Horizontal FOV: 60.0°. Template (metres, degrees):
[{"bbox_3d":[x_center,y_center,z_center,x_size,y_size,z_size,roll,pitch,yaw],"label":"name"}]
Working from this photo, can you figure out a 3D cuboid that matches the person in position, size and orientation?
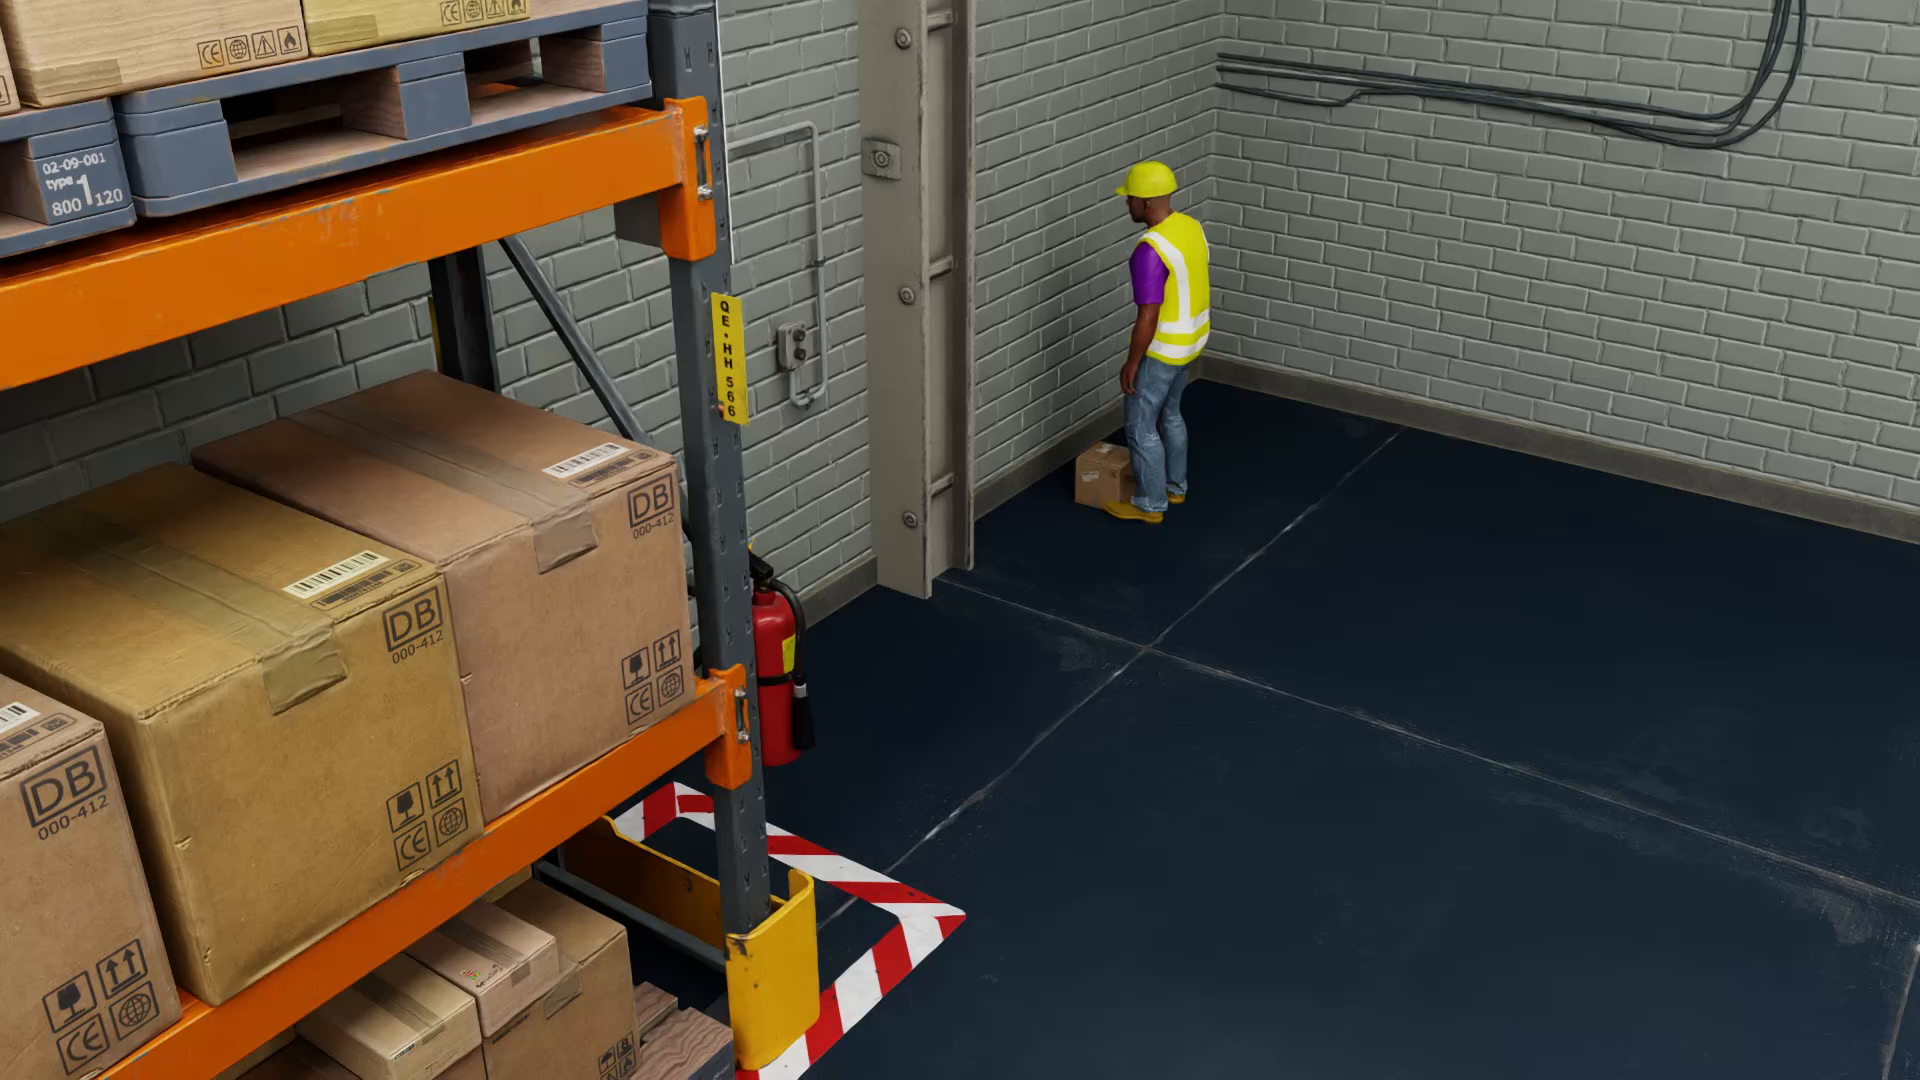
[{"bbox_3d":[0.940,-0.935,7.949,0.460,1.759,0.630,15,31,28],"label":"person"}]
